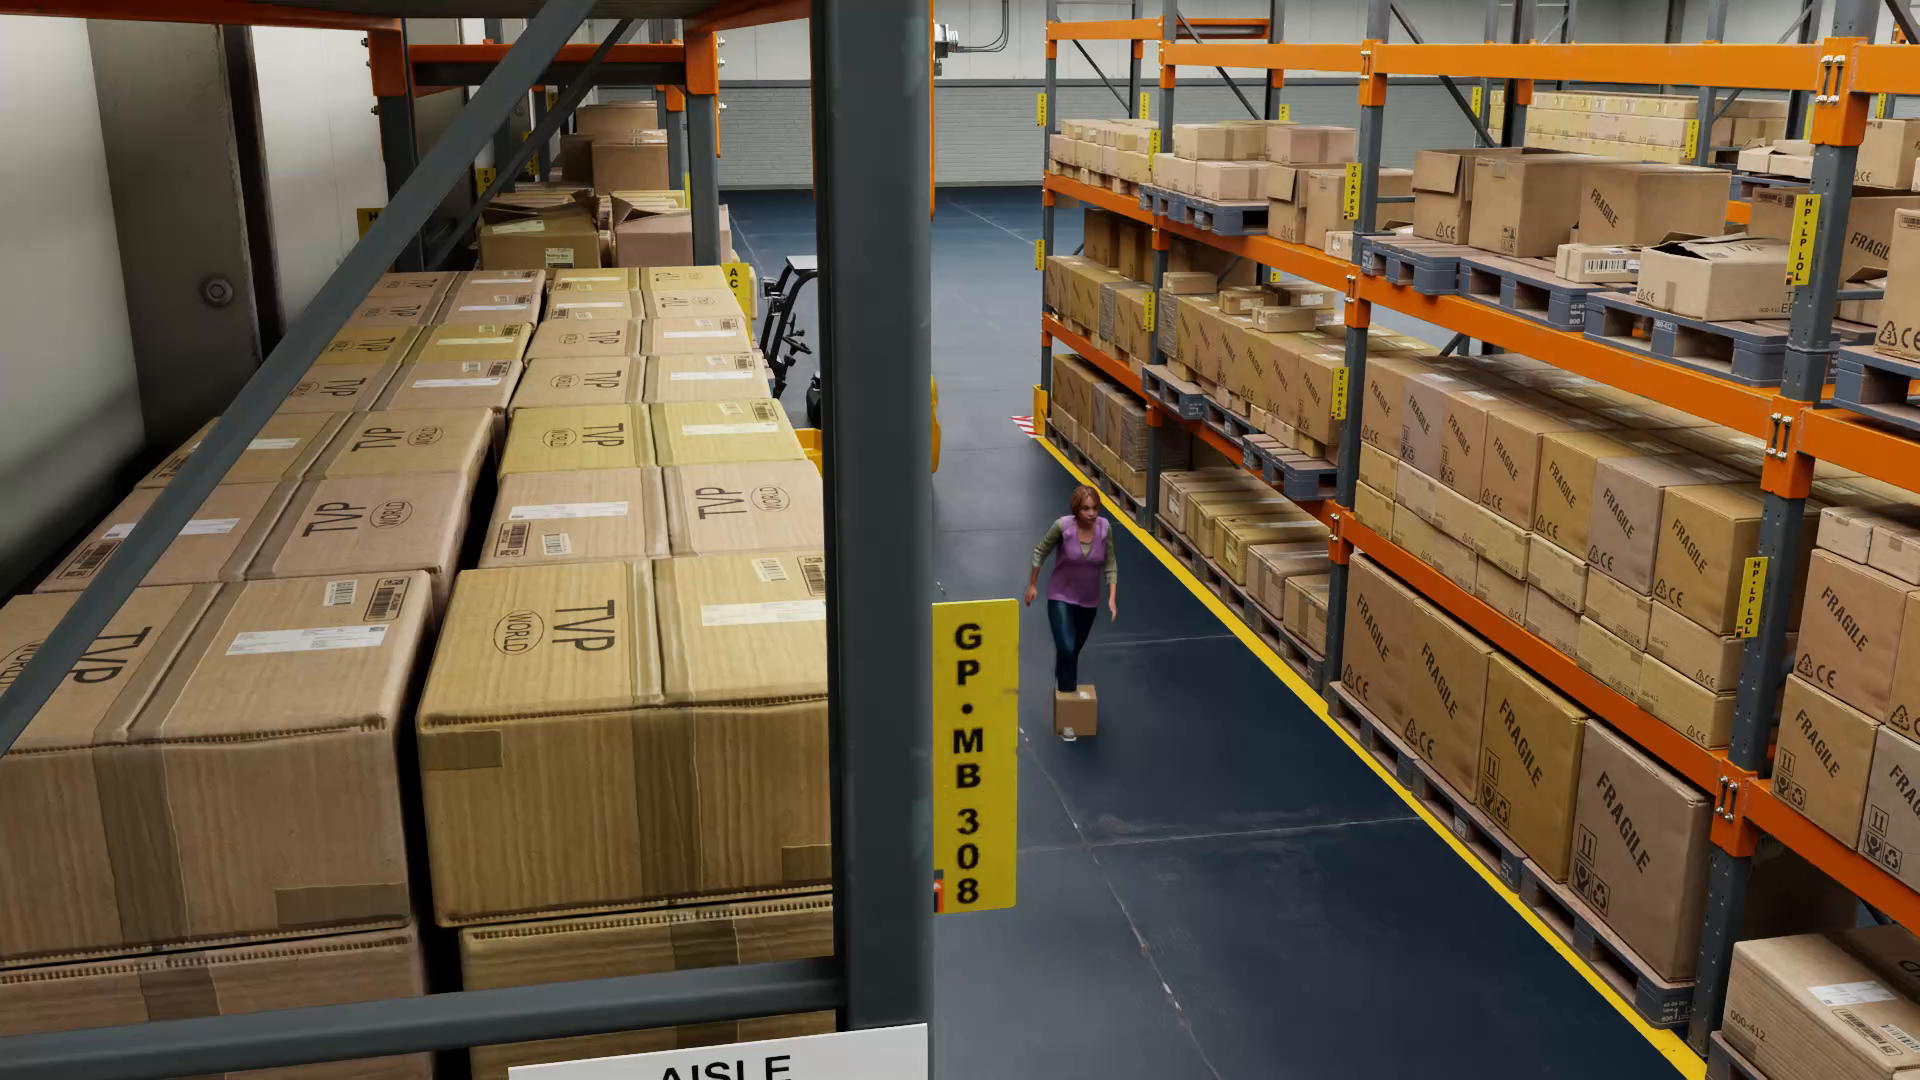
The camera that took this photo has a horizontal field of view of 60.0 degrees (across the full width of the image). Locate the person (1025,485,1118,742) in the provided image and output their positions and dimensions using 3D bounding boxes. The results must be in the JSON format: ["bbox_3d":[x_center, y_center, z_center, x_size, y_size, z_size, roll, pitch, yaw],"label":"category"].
[{"bbox_3d":[0.700,0.375,10.400,0.520,1.549,0.855,-5,17,-16],"label":"person"}]
